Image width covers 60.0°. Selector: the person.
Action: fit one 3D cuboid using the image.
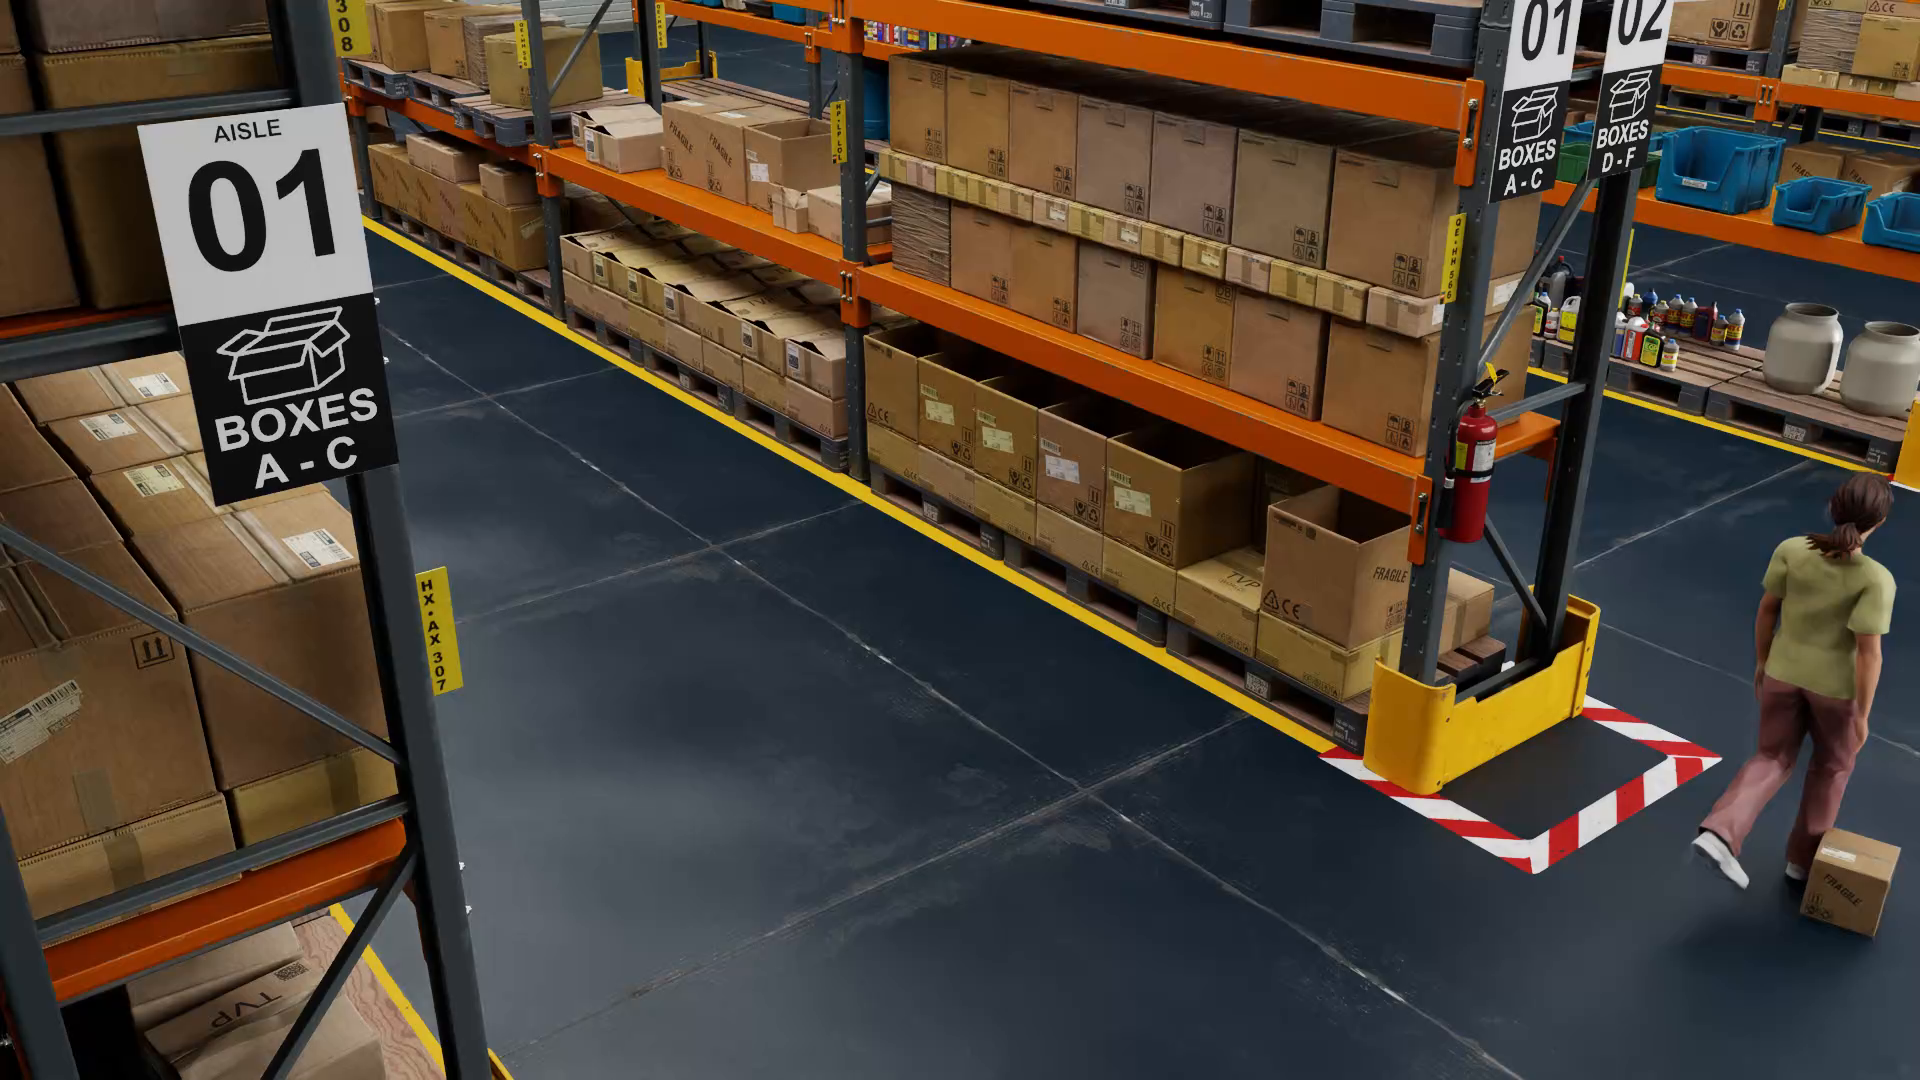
[{"bbox_3d":[3.013,0.533,5.916,0.797,1.642,0.477,-19,31,-35],"label":"person"}]
